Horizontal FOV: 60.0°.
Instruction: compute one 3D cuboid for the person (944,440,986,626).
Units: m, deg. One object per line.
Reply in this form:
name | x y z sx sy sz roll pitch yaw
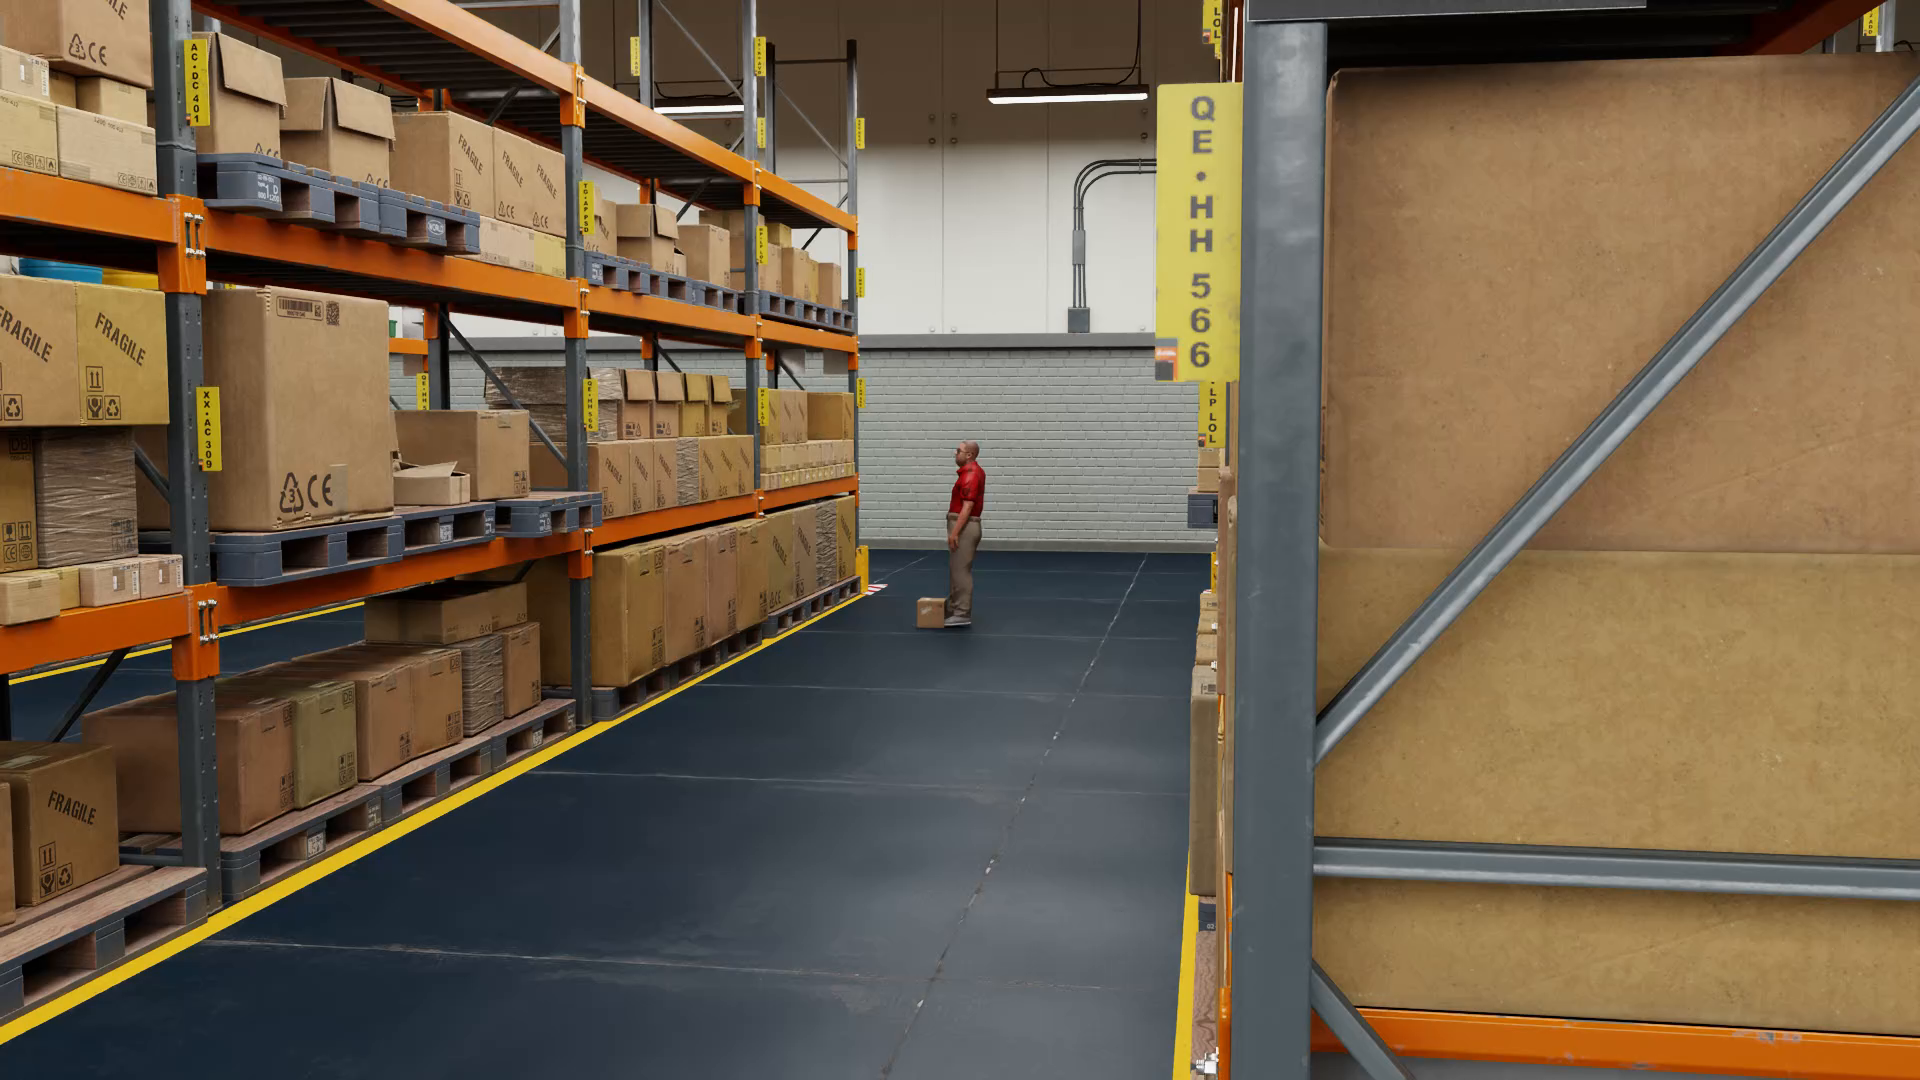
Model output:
person | -0.053 -0.064 15.461 0.551 1.727 0.640 1 4 9
